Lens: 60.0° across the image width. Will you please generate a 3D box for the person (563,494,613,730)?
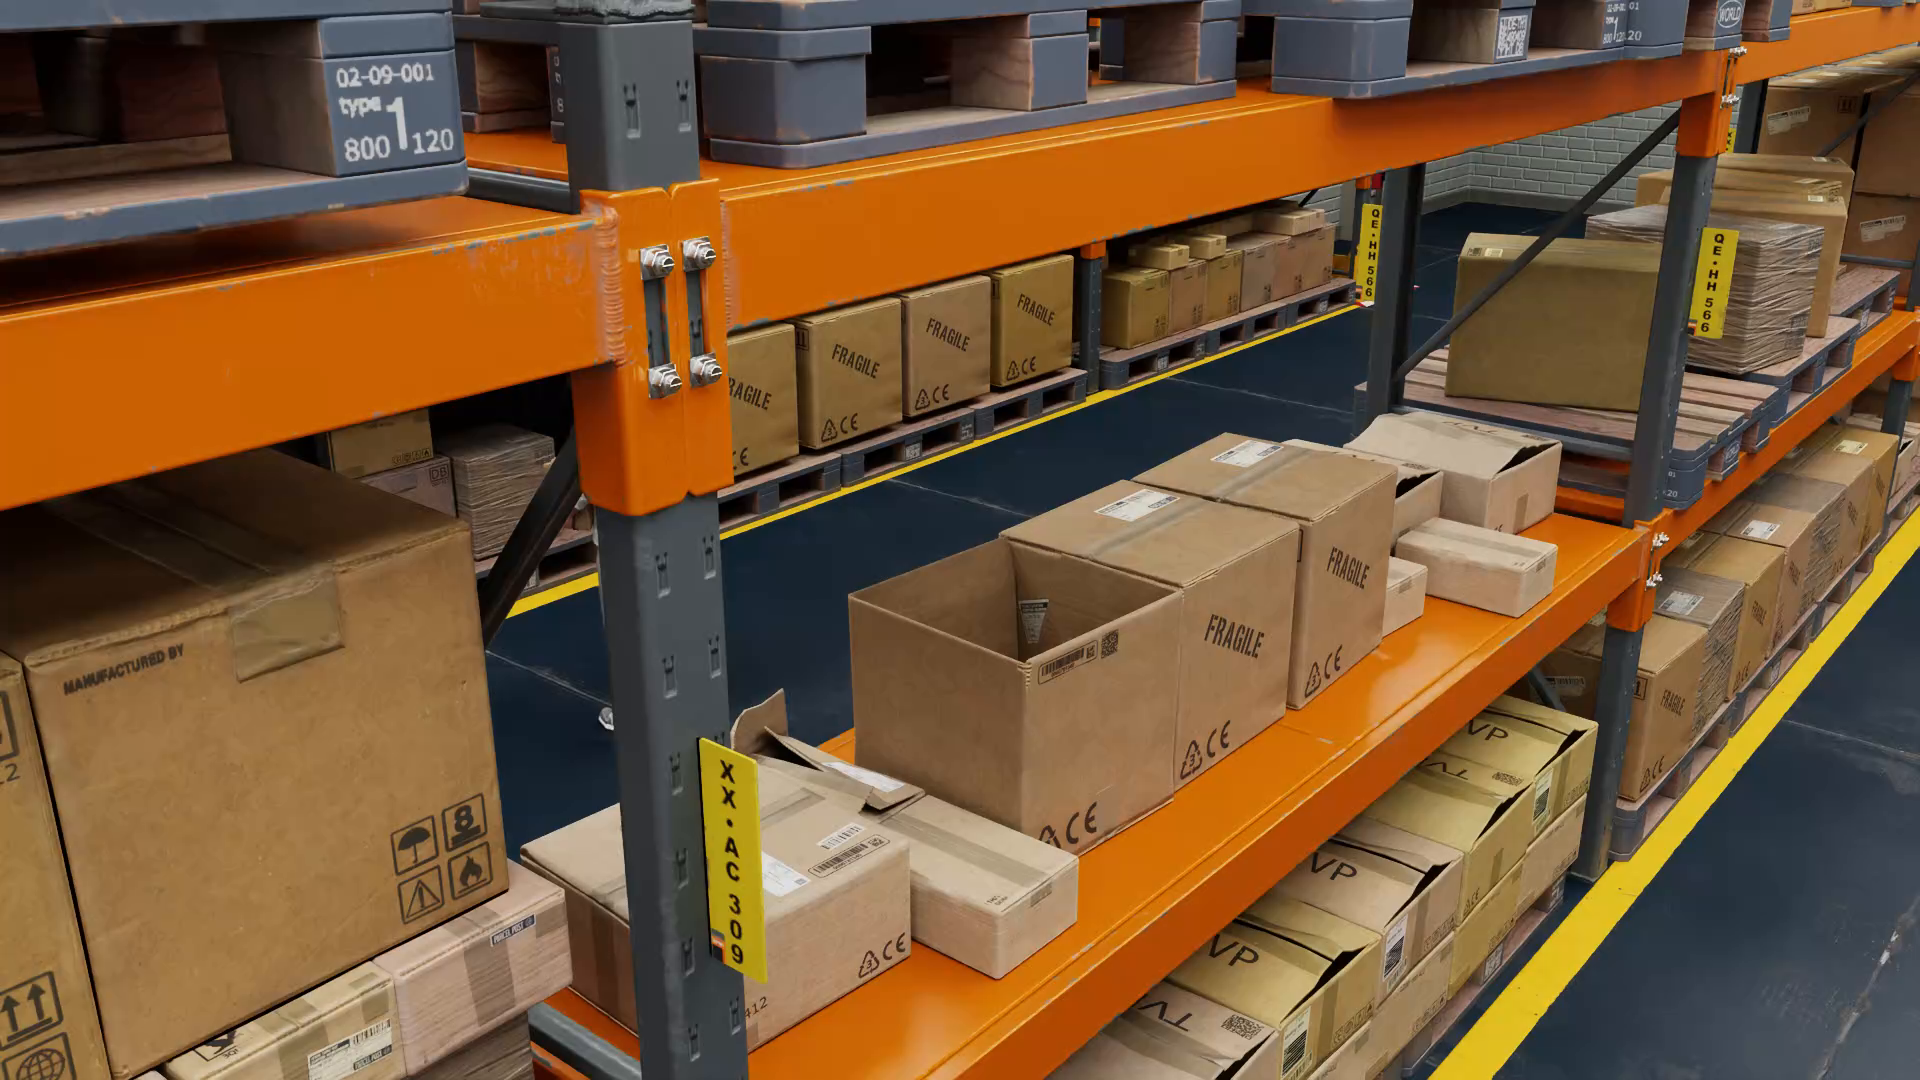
[{"bbox_3d":[-1.347,-0.010,6.615,0.486,1.595,0.412,16,26,36],"label":"person"}]
